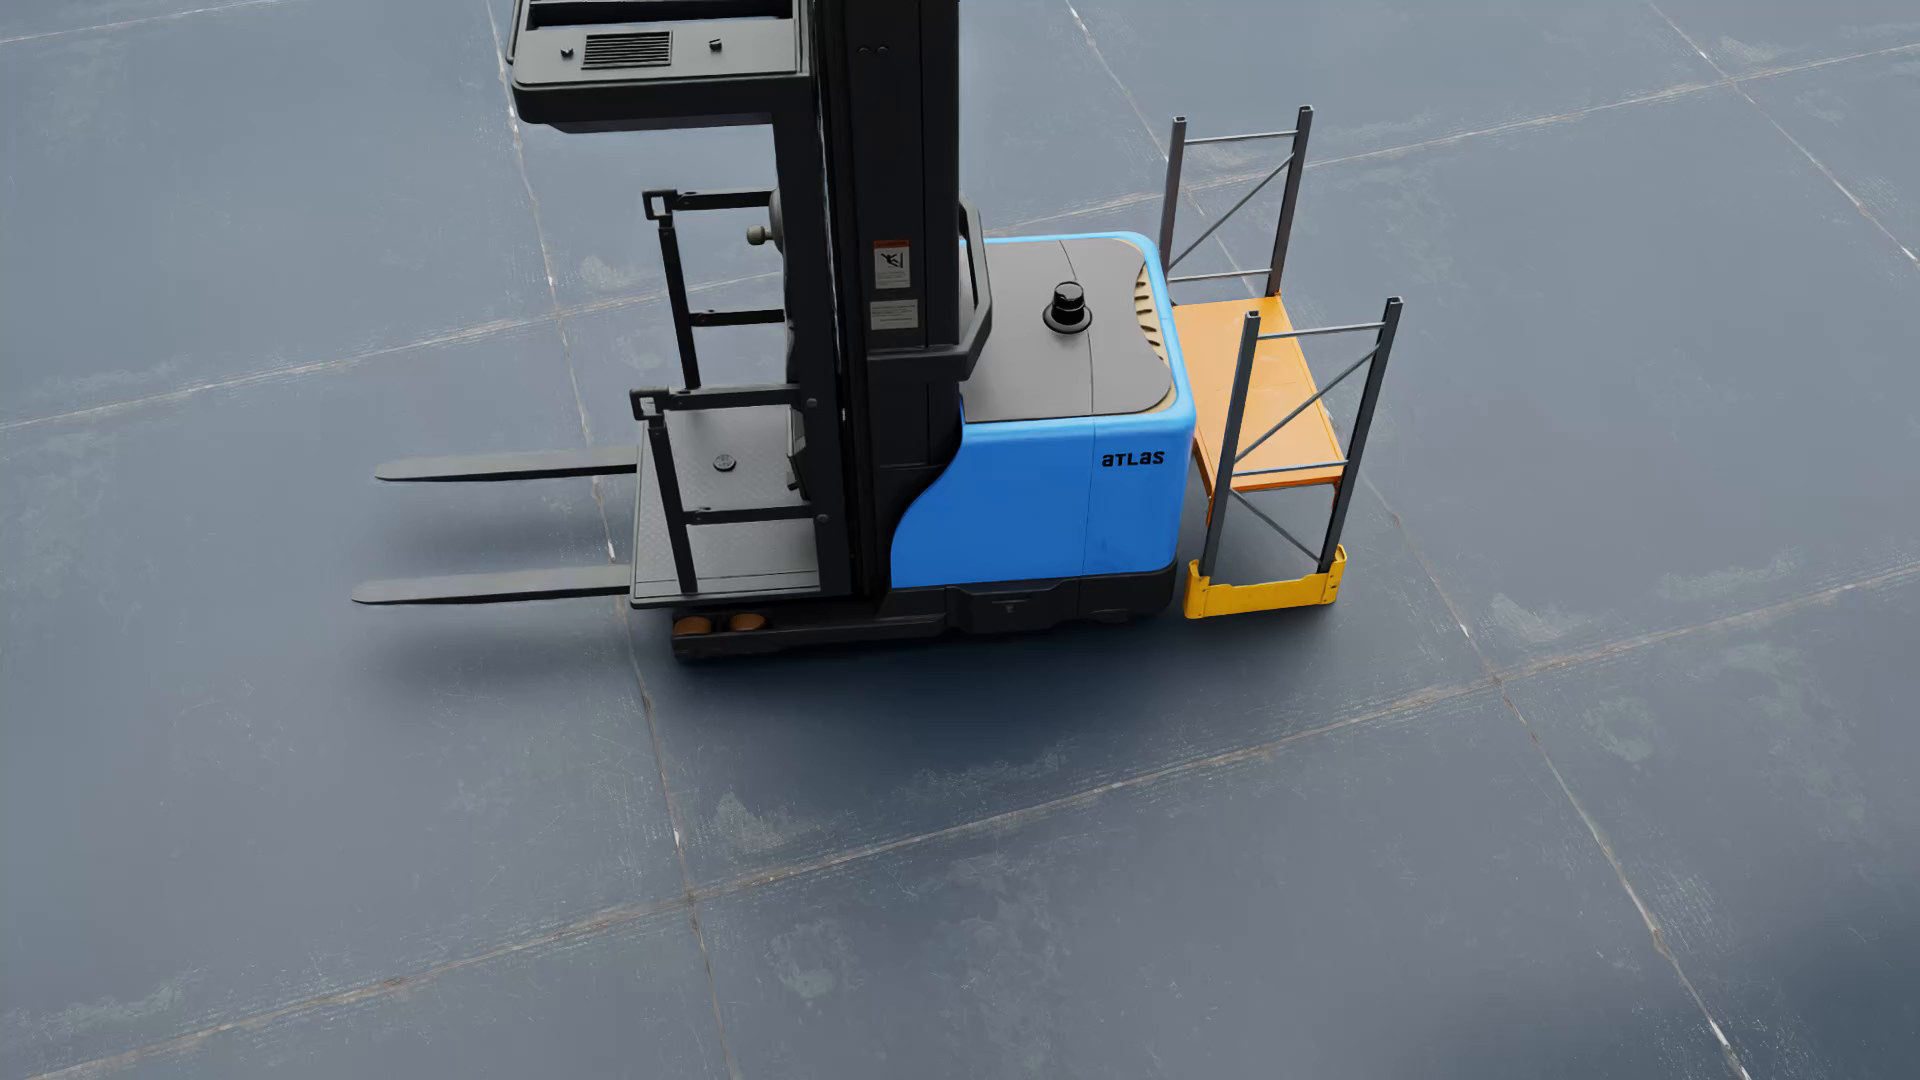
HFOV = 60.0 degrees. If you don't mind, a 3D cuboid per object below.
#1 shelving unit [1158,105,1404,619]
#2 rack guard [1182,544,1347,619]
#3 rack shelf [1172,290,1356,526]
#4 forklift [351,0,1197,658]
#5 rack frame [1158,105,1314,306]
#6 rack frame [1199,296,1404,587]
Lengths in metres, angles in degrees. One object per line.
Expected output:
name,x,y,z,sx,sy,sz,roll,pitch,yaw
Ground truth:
shelving unit,1.069,-0.623,6.084,0.587,1.500,1.083,-6,50,-5
rack guard,1.139,0.157,6.244,0.587,0.250,0.087,-6,50,-5
rack shelf,1.068,-0.514,6.227,0.538,0.185,1.000,-6,50,-5
forklift,-0.741,-0.931,5.408,3.031,2.935,1.130,-4,50,-3
rack frame,0.996,-1.015,6.414,0.500,1.500,0.032,-6,50,-5
rack frame,1.139,-0.245,5.765,0.500,1.500,0.032,-6,50,-5
